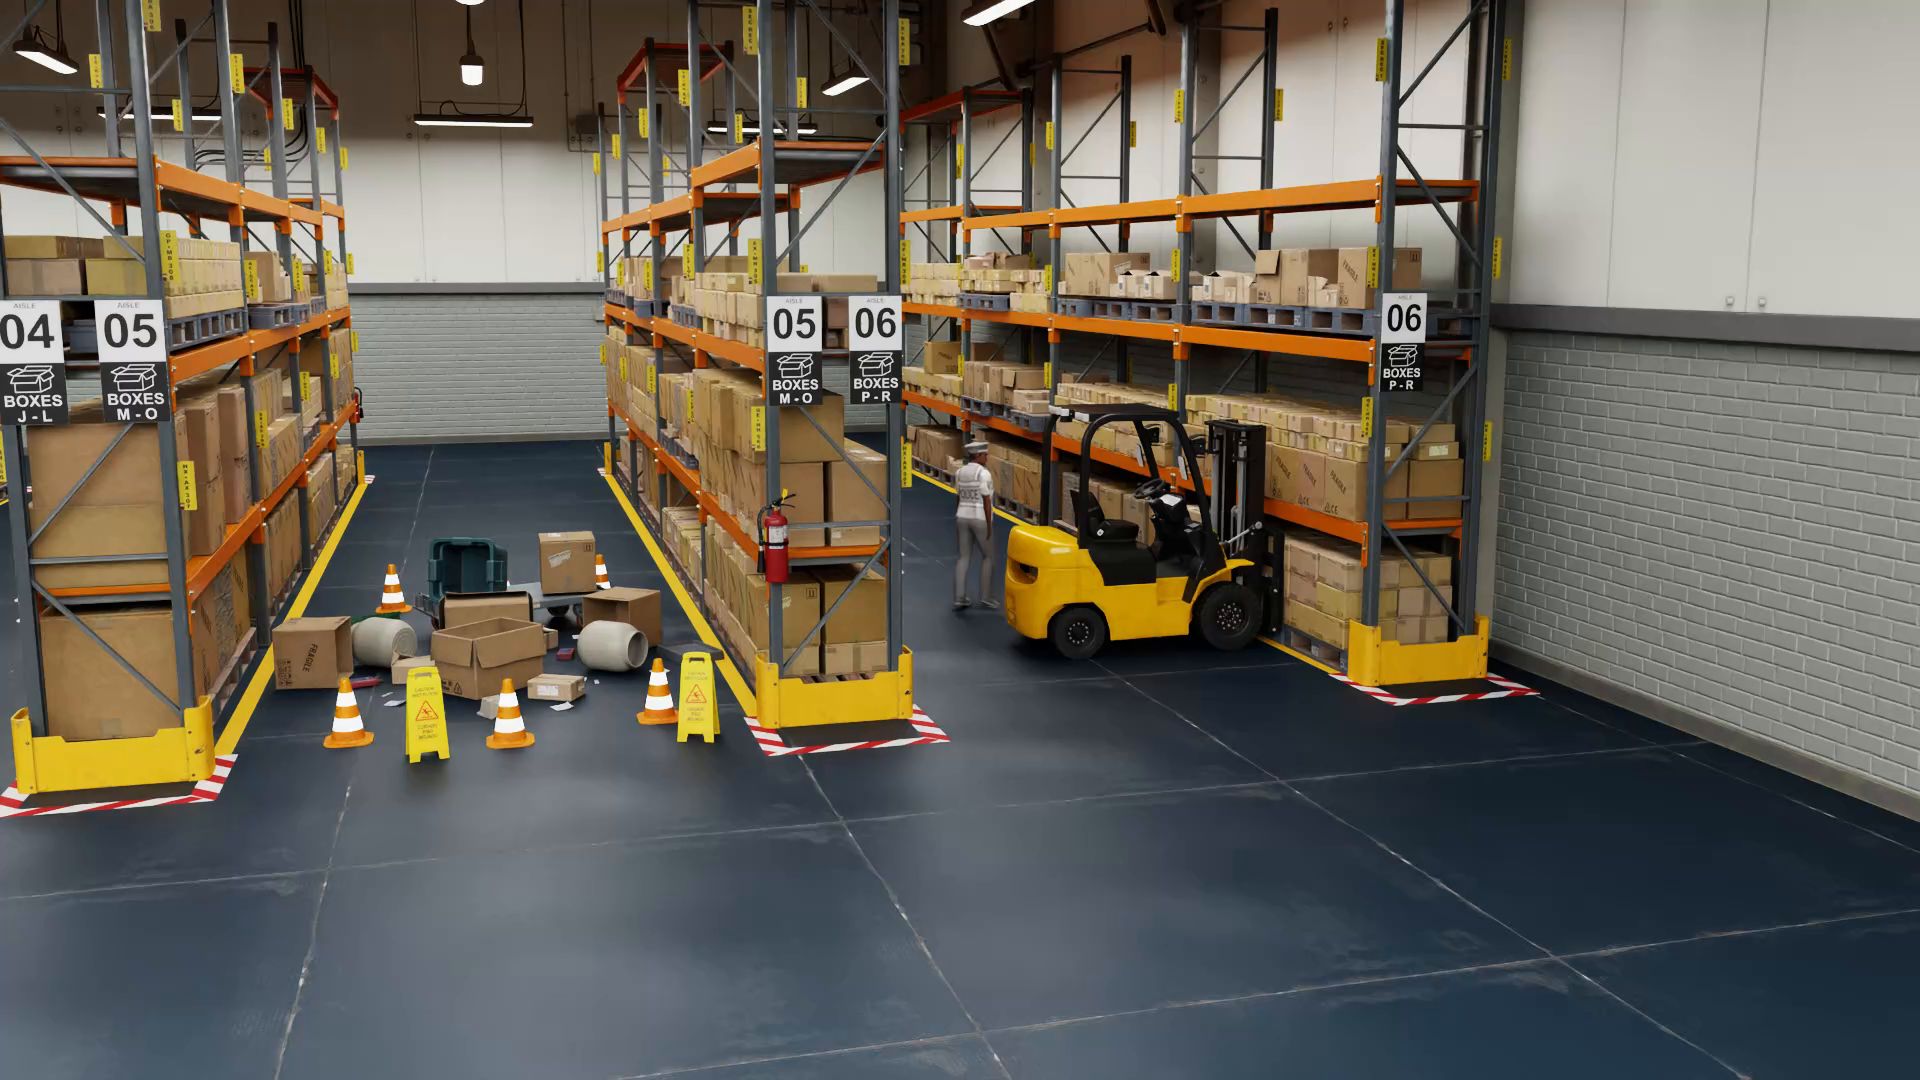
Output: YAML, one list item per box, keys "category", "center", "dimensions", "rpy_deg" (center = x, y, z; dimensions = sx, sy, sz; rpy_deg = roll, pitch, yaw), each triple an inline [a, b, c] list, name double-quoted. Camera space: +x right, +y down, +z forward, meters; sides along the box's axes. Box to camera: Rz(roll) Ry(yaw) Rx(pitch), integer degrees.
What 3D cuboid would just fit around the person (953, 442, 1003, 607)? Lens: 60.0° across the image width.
- category: "person"
  center: [0.122, -0.122, 16.736]
  dimensions: [0.477, 1.716, 0.541]
  rpy_deg: [6, 11, 33]
